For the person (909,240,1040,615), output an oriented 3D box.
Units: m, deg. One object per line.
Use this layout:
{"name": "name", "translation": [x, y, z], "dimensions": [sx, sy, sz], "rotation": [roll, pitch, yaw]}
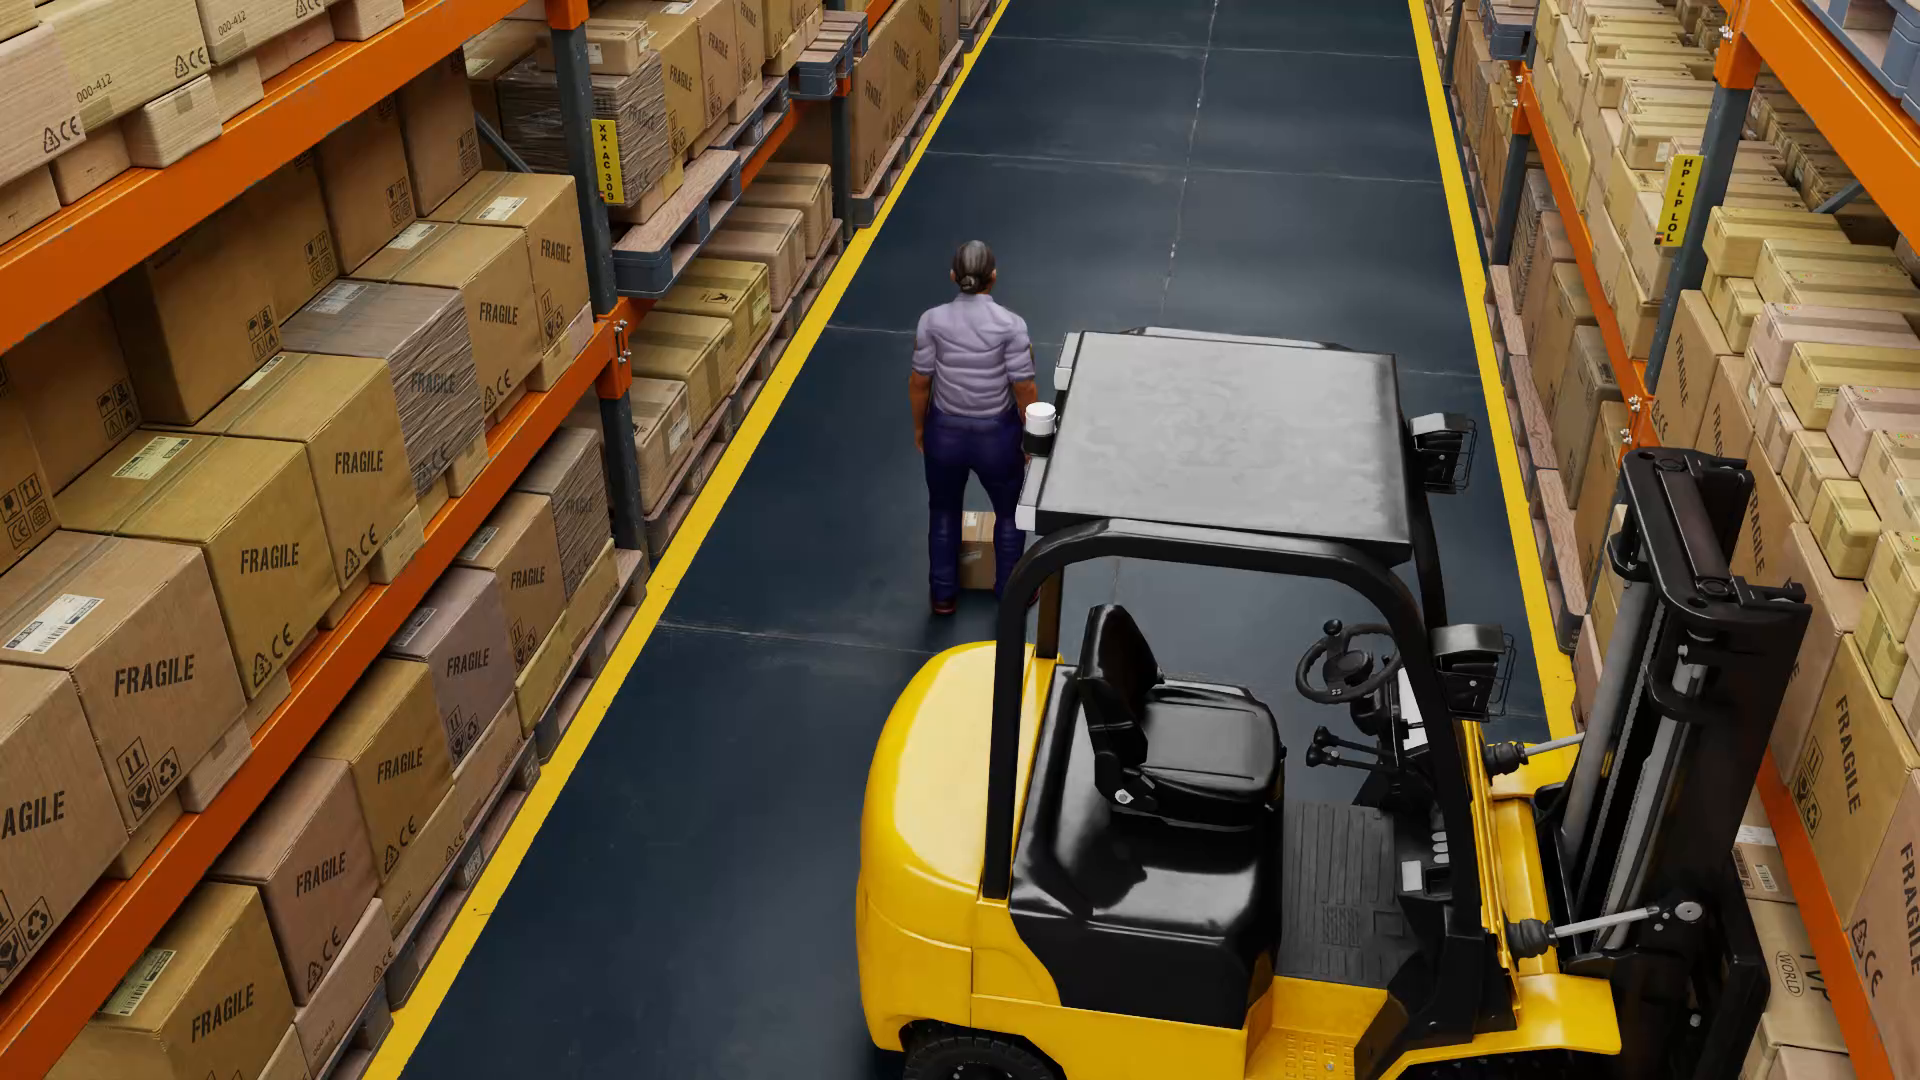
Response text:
{"name": "person", "translation": [0.065, -0.418, 6.799], "dimensions": [0.538, 1.652, 0.371], "rotation": [6, 33, 9]}
